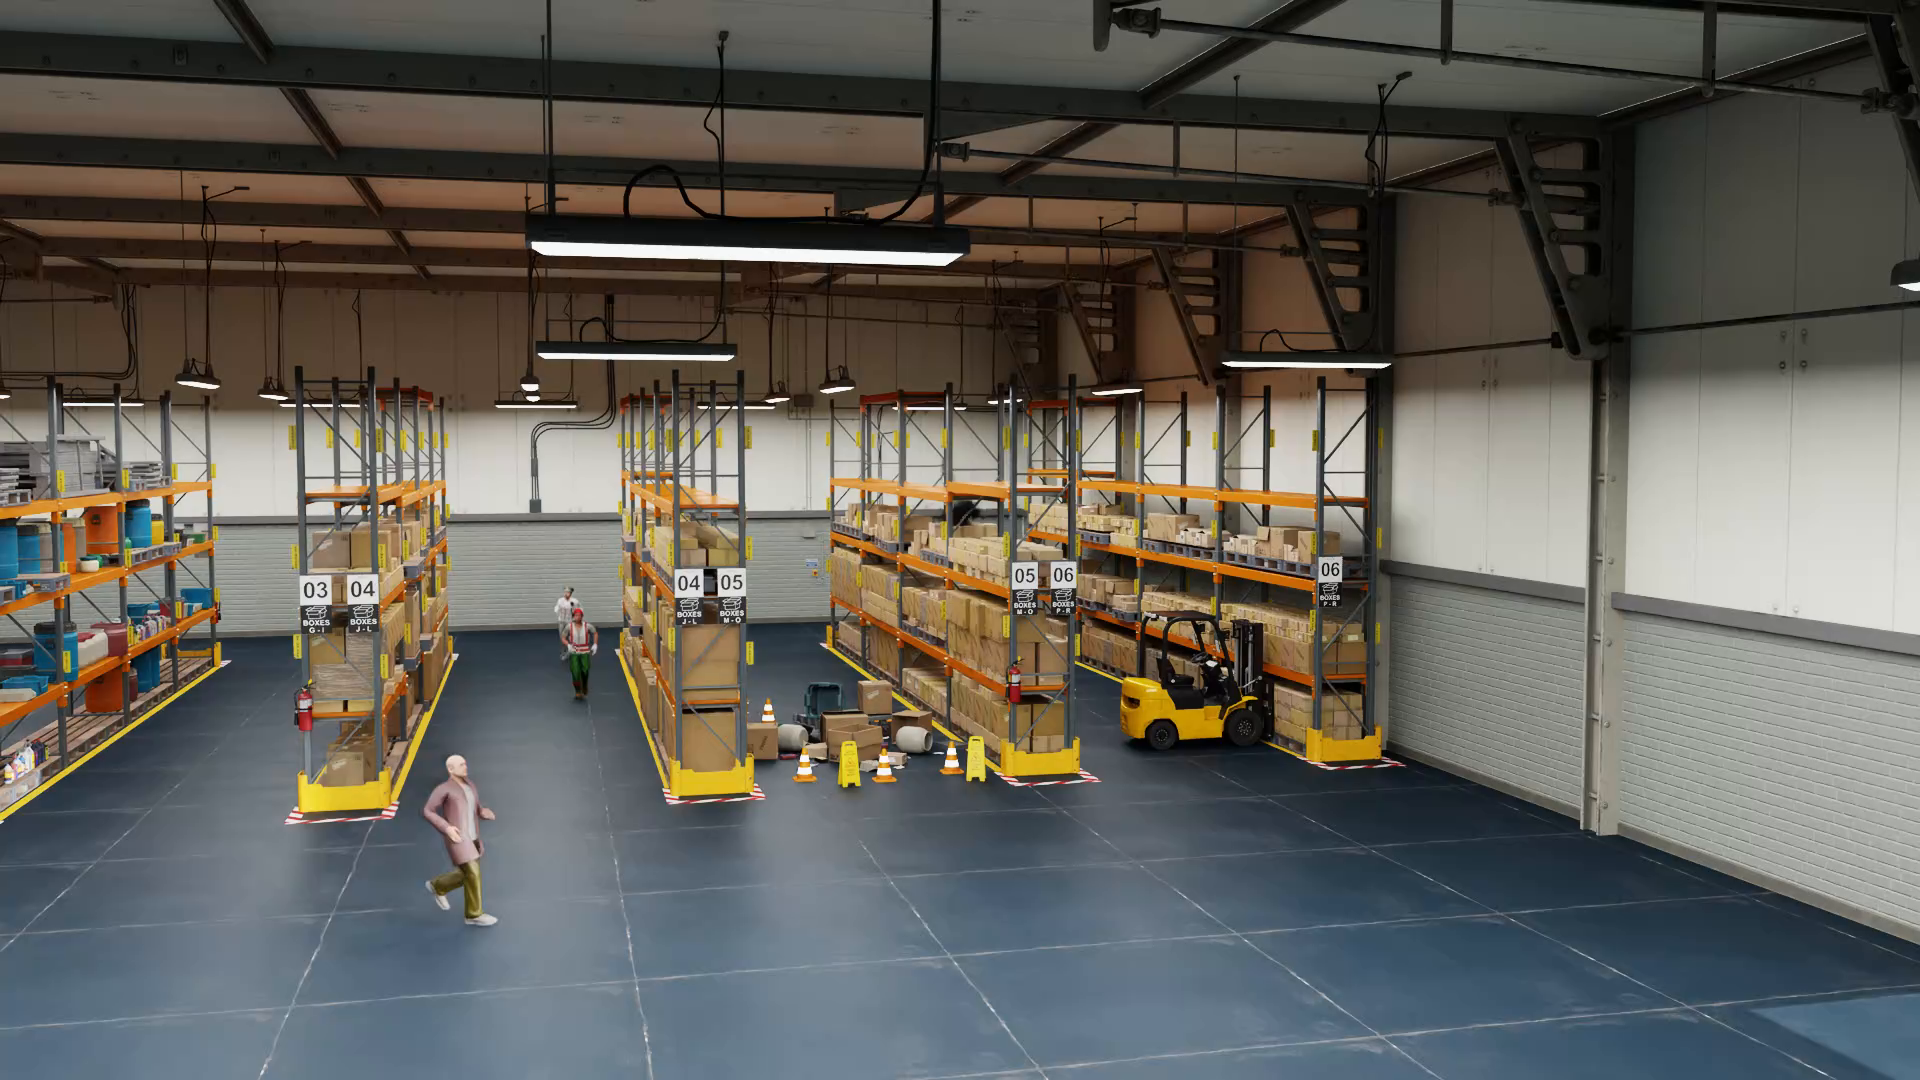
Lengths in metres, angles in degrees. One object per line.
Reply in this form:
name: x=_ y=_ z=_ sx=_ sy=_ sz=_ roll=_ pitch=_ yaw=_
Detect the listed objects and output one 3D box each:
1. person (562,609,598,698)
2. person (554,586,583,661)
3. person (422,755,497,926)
person: x=-7.363 y=2.200 z=32.241 sx=0.692 sy=1.743 sz=0.600 roll=-1 pitch=4 yaw=-14
person: x=-8.976 y=1.907 z=38.010 sx=0.614 sy=1.724 sz=0.686 roll=0 pitch=3 yaw=6
person: x=-5.200 y=3.099 z=17.227 sx=0.916 sy=1.747 sz=0.720 roll=1 pitch=4 yaw=18
